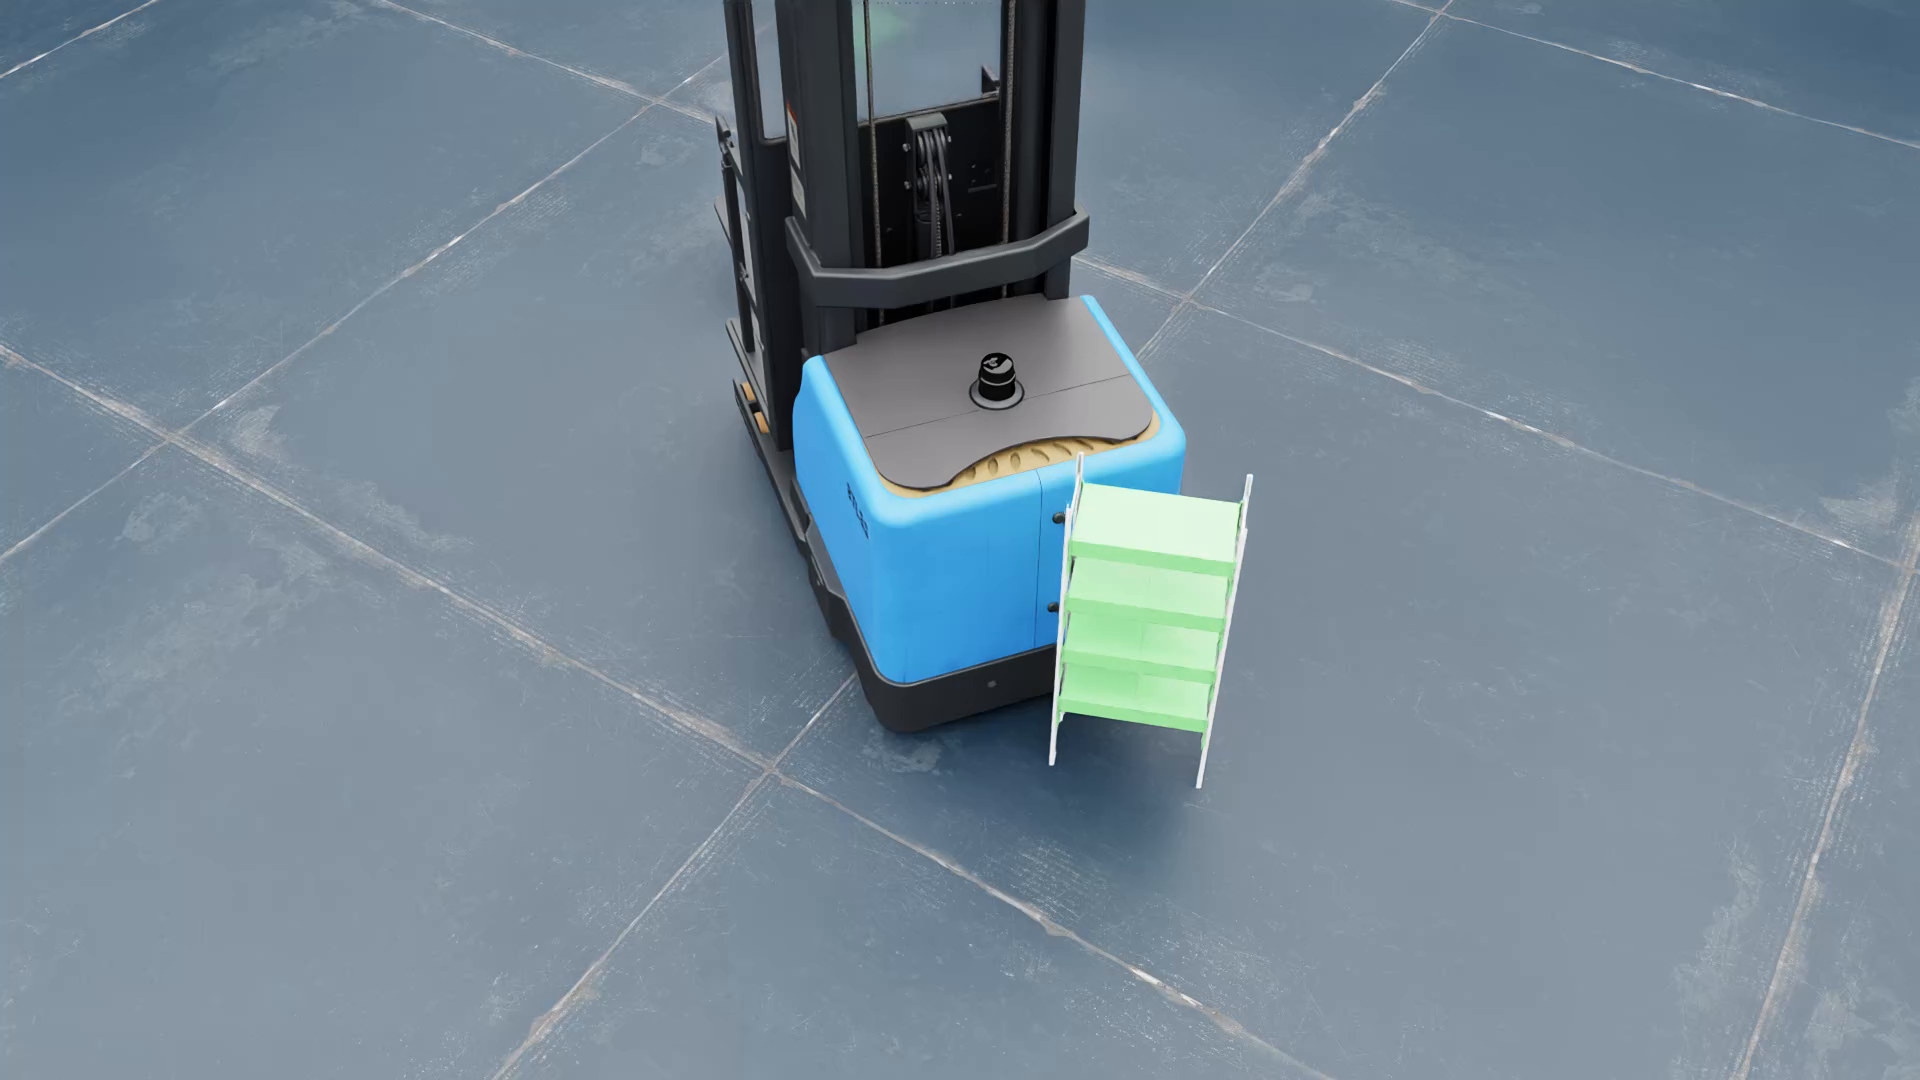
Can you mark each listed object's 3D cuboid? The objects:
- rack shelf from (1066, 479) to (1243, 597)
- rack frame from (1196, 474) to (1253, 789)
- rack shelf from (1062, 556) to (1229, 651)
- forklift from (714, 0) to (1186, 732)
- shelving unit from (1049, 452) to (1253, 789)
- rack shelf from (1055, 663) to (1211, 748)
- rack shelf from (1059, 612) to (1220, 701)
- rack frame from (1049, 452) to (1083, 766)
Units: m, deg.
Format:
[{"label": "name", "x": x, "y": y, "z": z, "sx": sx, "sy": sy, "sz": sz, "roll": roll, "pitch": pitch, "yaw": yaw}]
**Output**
[{"label": "rack shelf", "x": 0.567, "y": -0.008, "z": 4.840, "sx": 0.480, "sy": 0.148, "sz": 0.258, "roll": 8, "pitch": 47, "yaw": 8}, {"label": "rack frame", "x": 0.806, "y": 0.314, "z": 5.107, "sx": 0.015, "sy": 1.200, "sz": 0.240, "roll": 8, "pitch": 47, "yaw": 8}, {"label": "rack shelf", "x": 0.567, "y": 0.158, "z": 5.012, "sx": 0.480, "sy": 0.148, "sz": 0.258, "roll": 8, "pitch": 47, "yaw": 8}, {"label": "forklift", "x": -0.265, "y": -1.460, "z": 5.625, "sx": 1.130, "sy": 2.935, "sz": 3.031, "roll": -15, "pitch": 48, "yaw": -14}, {"label": "shelving unit", "x": 0.566, "y": 0.281, "z": 5.139, "sx": 0.503, "sy": 1.200, "sz": 0.258, "roll": 8, "pitch": 47, "yaw": 8}, {"label": "rack shelf", "x": 0.566, "y": 0.492, "z": 5.358, "sx": 0.480, "sy": 0.148, "sz": 0.258, "roll": 8, "pitch": 47, "yaw": 8}, {"label": "rack shelf", "x": 0.566, "y": 0.325, "z": 5.185, "sx": 0.480, "sy": 0.148, "sz": 0.258, "roll": 8, "pitch": 47, "yaw": 8}, {"label": "rack frame", "x": 0.327, "y": 0.247, "z": 5.171, "sx": 0.015, "sy": 1.200, "sz": 0.240, "roll": 8, "pitch": 47, "yaw": 8}]
